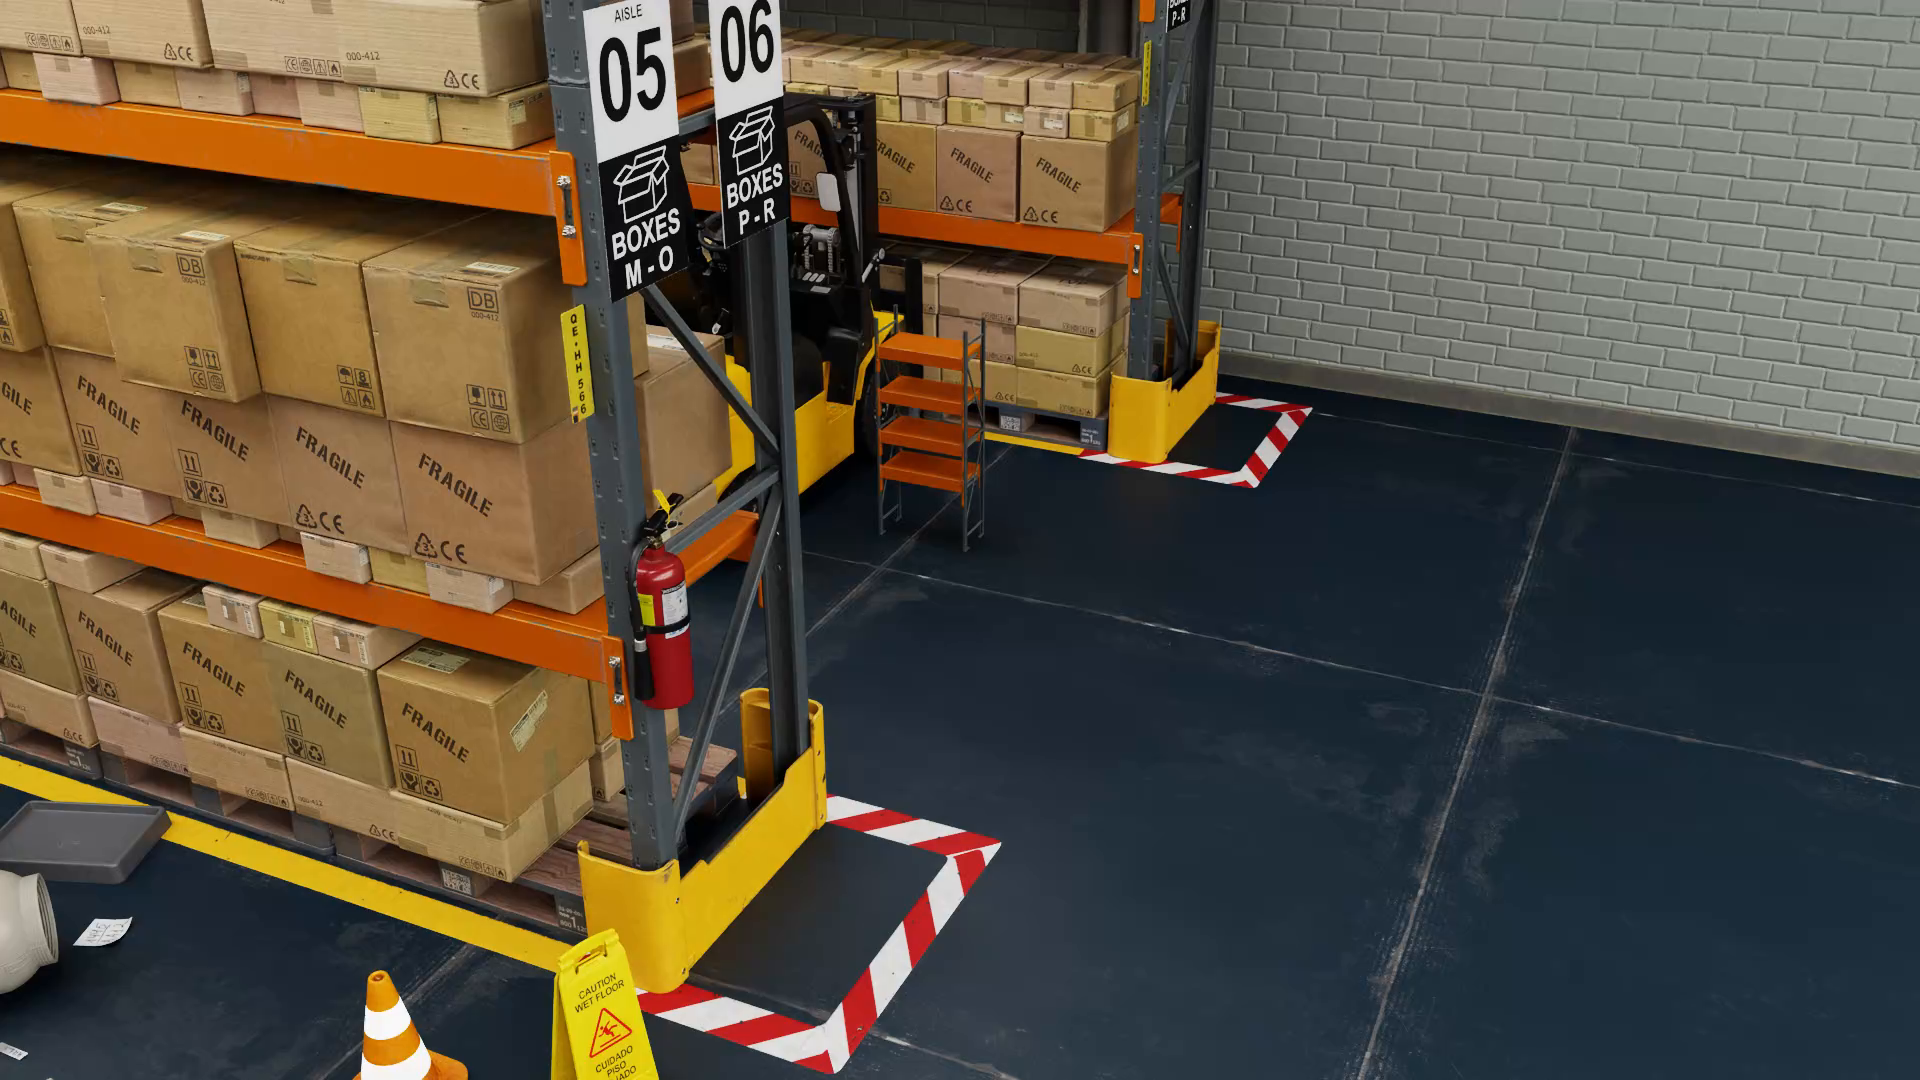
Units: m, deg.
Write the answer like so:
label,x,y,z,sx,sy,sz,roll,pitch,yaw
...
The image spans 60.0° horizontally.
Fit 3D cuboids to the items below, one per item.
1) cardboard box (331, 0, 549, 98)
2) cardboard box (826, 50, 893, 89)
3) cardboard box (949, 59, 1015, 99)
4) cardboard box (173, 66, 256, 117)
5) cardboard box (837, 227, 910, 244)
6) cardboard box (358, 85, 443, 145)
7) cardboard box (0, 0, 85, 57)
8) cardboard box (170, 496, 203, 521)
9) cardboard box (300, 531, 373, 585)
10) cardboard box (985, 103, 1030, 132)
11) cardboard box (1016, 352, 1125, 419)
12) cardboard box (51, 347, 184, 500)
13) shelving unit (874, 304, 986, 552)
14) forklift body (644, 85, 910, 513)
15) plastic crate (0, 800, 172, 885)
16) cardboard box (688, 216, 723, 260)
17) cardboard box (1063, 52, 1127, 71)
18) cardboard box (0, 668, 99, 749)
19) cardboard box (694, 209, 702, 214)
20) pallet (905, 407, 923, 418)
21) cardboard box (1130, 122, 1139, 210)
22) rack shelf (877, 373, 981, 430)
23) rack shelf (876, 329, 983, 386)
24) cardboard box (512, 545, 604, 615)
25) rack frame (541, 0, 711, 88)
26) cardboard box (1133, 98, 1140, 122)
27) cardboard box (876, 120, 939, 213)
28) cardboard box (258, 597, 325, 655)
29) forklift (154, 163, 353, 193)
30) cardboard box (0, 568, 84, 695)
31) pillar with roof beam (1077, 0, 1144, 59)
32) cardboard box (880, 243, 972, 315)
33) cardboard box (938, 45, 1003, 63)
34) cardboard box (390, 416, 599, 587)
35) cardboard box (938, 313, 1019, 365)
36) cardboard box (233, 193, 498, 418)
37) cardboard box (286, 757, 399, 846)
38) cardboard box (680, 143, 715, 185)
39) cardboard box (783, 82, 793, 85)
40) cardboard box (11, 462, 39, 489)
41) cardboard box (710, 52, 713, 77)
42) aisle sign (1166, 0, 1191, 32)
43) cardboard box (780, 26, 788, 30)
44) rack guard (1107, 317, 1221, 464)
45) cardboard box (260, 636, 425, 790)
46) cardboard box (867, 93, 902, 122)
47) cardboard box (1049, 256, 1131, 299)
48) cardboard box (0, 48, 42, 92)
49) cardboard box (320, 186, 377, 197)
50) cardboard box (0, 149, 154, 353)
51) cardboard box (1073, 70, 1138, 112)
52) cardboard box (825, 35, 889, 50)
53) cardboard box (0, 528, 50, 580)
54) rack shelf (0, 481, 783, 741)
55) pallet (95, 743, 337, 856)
label,x,y,z,sx,sy,sz,roll,pitch,yaw
cardboard box,-1.406,-1.450,4.736,0.500,0.250,0.500,11,28,21
cardboard box,-0.590,-2.777,9.811,0.250,0.149,0.380,12,29,23
cardboard box,0.126,-2.644,9.540,0.250,0.149,0.380,12,28,22
cardboard box,-2.187,-1.433,5.152,0.250,0.149,0.380,11,28,21
cardboard box,-0.508,-1.899,10.716,0.500,0.250,0.500,11,28,21
cardboard box,-1.510,-1.271,4.823,0.250,0.149,0.380,12,28,22
cardboard box,-2.799,-1.726,5.298,0.500,0.250,0.500,12,29,22
cardboard box,-2.641,-0.210,6.064,0.250,0.149,0.380,11,28,22
cardboard box,-2.006,-0.014,5.668,0.250,0.149,0.380,12,29,23
cardboard box,0.335,-2.443,9.468,0.250,0.149,0.380,12,29,23
cardboard box,0.664,-0.963,9.947,0.500,0.250,0.500,12,28,22
cardboard box,-2.799,-0.506,5.932,0.500,0.500,0.500,12,29,22
shelving unit,-0.151,-0.569,8.546,0.503,1.200,0.258,11,28,22
forklift body,-1.259,-1.281,8.918,1.214,2.155,2.313,11,28,22
plastic crate,-3.381,1.143,6.338,0.583,0.080,0.402,2,26,4
cardboard box,-1.647,-1.872,10.661,0.500,0.250,0.500,11,28,22
cardboard box,0.789,-2.739,9.734,0.250,0.149,0.380,12,29,24
cardboard box,-3.554,0.571,6.832,0.500,0.250,0.500,13,29,25
cardboard box,-1.891,-2.172,11.270,0.500,0.250,0.500,12,29,23
pallet,-0.598,-1.145,10.836,1.213,0.211,1.003,11,28,22
cardboard box,0.886,-2.296,9.905,0.500,0.500,0.500,12,29,23
rack shelf,-0.151,-0.709,8.477,0.480,0.148,0.258,11,28,22
rack shelf,-0.151,-0.921,8.373,0.480,0.148,0.258,11,28,22
cardboard box,-1.258,0.078,5.480,0.250,0.149,0.380,12,29,24
rack frame,-0.829,-2.744,4.136,0.127,3.000,1.000,11,28,22
cardboard box,1.021,-2.551,9.688,0.250,0.149,0.380,11,28,21
cardboard box,-0.270,-2.270,9.852,0.500,0.500,0.500,11,28,21
cardboard box,-2.256,0.236,5.928,0.250,0.149,0.380,12,29,23
forklift,-3.258,-1.318,8.108,3.031,2.935,1.130,18,31,32
cardboard box,-3.553,0.234,6.666,0.500,0.500,0.500,13,29,24
pillar with roof beam,-0.821,-3.499,5.670,0.400,9.000,9.100,11,28,22
cardboard box,-0.257,-1.590,10.090,0.500,0.250,0.500,12,29,22
cardboard box,0.065,-2.859,9.977,0.250,0.149,0.380,12,29,23
cardboard box,-1.437,-0.219,5.350,0.500,0.500,0.500,11,28,21
cardboard box,0.198,-1.287,10.041,0.500,0.250,0.500,11,28,21
cardboard box,-1.842,-0.781,5.358,0.500,0.500,0.700,12,29,22
cardboard box,-2.145,0.855,6.255,0.500,0.250,0.500,11,28,22
cardboard box,-1.642,-2.551,10.421,0.500,0.500,0.500,12,29,23
cardboard box,-1.084,-2.707,10.004,0.250,0.149,0.380,10,28,20
cardboard box,-3.344,-0.328,6.304,0.250,0.149,0.380,11,28,22
cardboard box,-1.301,-2.893,10.045,0.250,0.149,0.380,11,28,21
aisle sign,1.160,-3.085,8.677,0.004,0.787,0.394,11,28,22
cardboard box,-1.292,-3.187,10.642,0.250,0.149,0.380,11,28,21
rack guard,1.244,-0.923,10.059,0.348,0.500,1.175,11,28,22
cardboard box,-2.143,0.521,6.085,0.500,0.500,0.500,12,29,24
cardboard box,-0.387,-2.560,9.707,0.250,0.149,0.380,12,28,22
cardboard box,0.863,-1.616,10.143,0.500,0.250,0.500,11,28,21
cardboard box,-2.882,-1.579,5.449,0.250,0.149,0.380,12,28,22
cardboard box,-4.287,-2.276,12.190,0.625,0.625,0.875,10,28,20
cardboard box,-3.258,-1.038,5.881,0.500,0.500,0.700,11,28,21
cardboard box,0.809,-2.499,9.246,0.250,0.149,0.380,11,28,22
cardboard box,-0.633,-3.007,10.277,0.250,0.149,0.380,12,29,23
cardboard box,-3.487,-0.010,6.428,0.250,0.149,0.380,13,29,24
rack shelf,-2.650,-0.095,6.362,4.000,0.370,1.077,11,28,22
pallet,-2.730,0.798,6.890,1.213,0.211,1.003,11,28,22
